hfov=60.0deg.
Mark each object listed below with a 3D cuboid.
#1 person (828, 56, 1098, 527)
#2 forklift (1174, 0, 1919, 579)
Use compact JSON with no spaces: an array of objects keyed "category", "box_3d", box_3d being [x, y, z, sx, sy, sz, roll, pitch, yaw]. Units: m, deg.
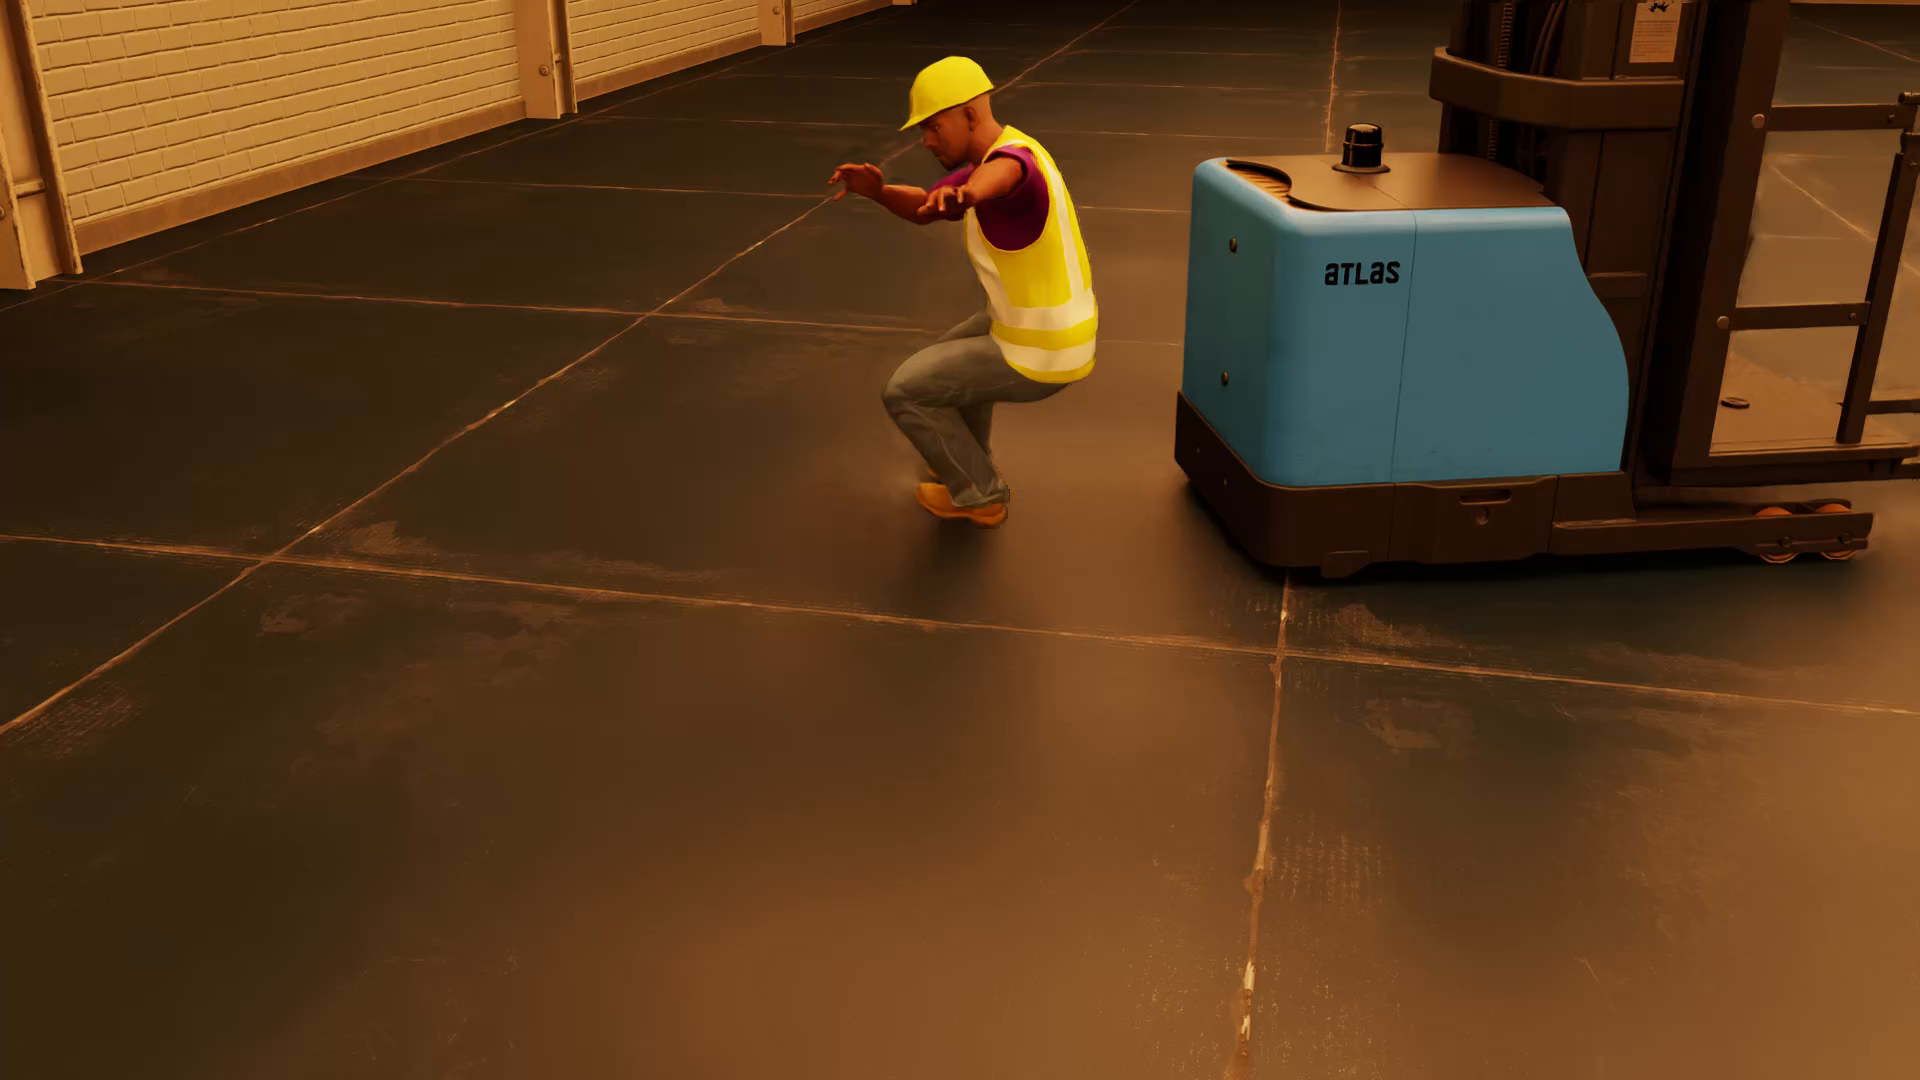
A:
[{"category":"person","box_3d":[-0.002,-0.617,4.754,0.783,1.457,1.599,2,22,6]},{"category":"forklift","box_3d":[2.285,-1.481,4.899,3.031,2.935,1.130,-3,22,-7]}]
